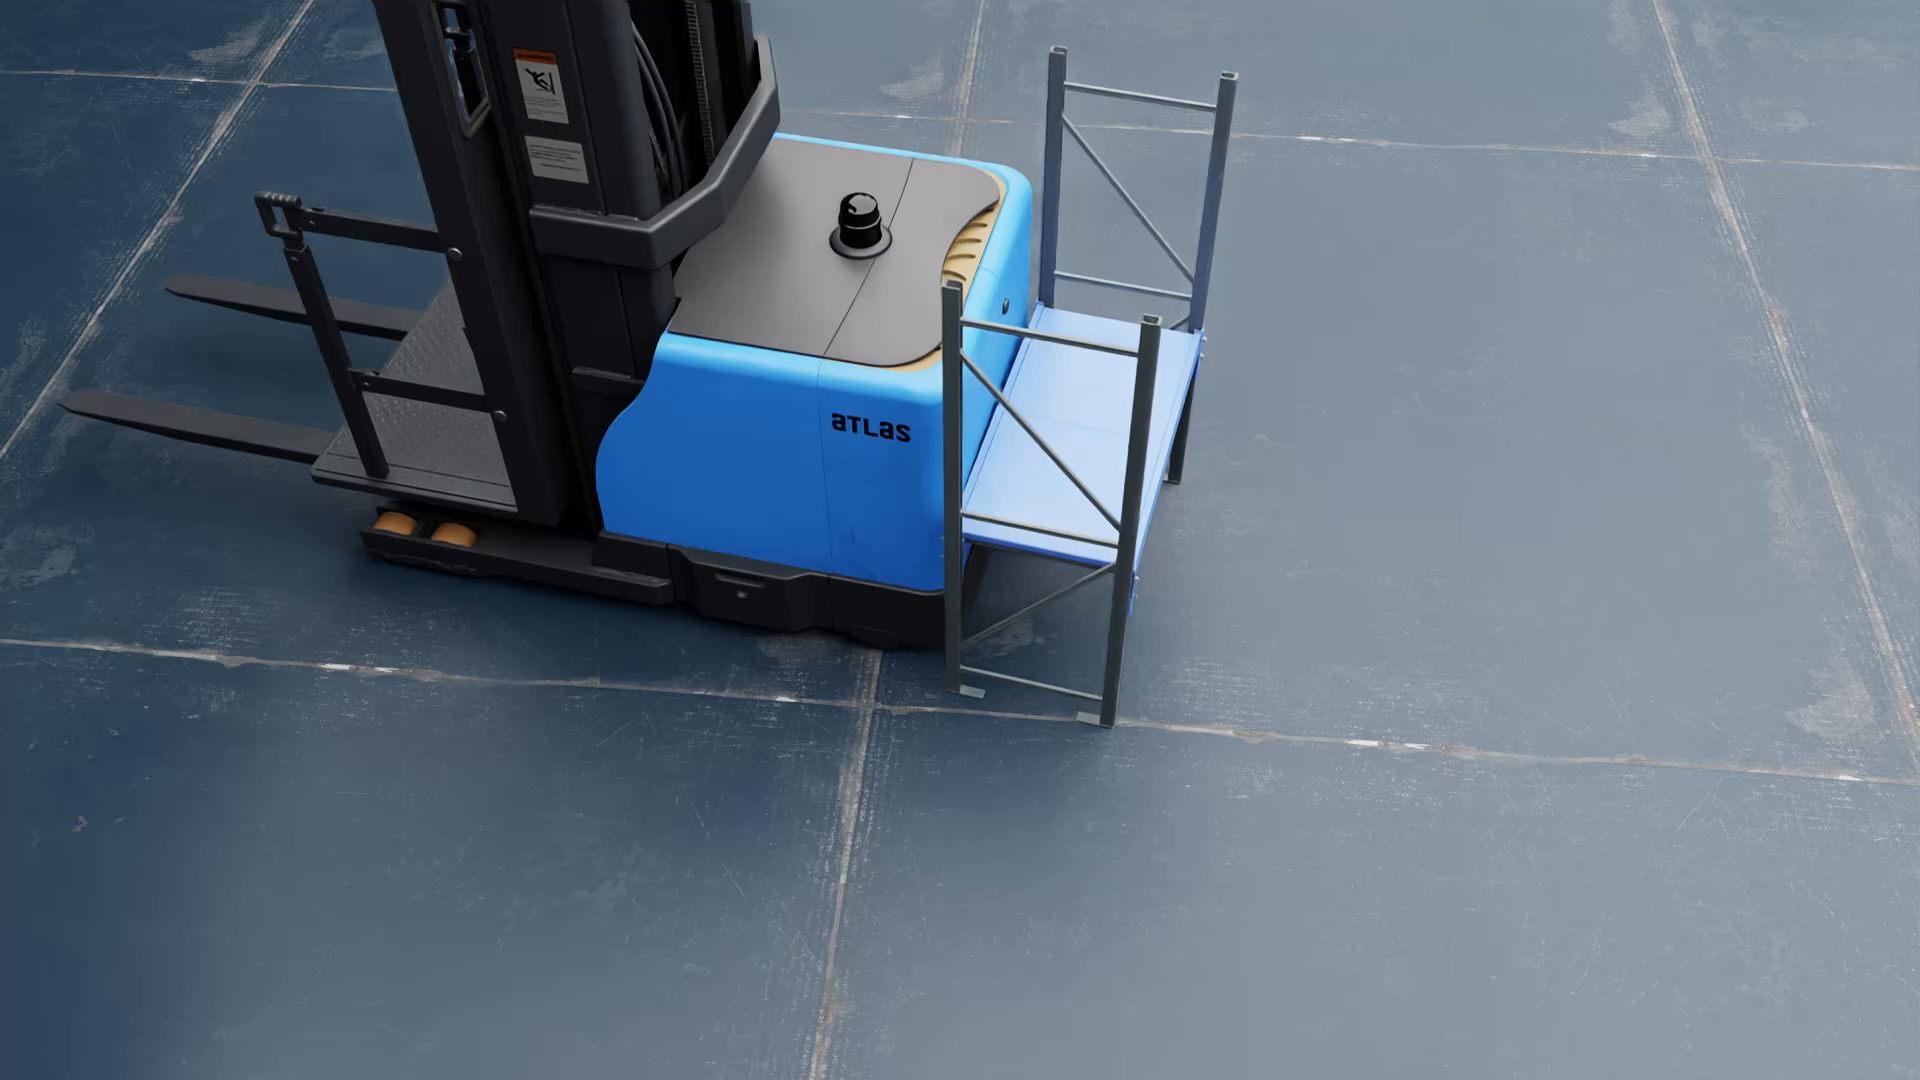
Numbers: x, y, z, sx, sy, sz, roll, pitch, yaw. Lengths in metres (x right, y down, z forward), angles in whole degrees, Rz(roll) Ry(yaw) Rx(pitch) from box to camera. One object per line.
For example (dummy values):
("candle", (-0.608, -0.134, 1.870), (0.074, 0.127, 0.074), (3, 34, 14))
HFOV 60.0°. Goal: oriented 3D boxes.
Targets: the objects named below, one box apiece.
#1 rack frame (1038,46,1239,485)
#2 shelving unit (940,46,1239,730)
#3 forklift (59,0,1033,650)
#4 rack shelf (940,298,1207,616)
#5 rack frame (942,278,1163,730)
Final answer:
("rack frame", (0.480, -0.747, 4.916), (0.500, 1.500, 0.032), (12, 49, 11))
("shelving unit", (0.342, -0.386, 4.586), (0.538, 1.500, 1.048), (12, 49, 11))
("forklift", (-1.352, -1.250, 4.407), (3.031, 2.935, 1.130), (10, 48, 9))
("rack shelf", (0.342, -0.264, 4.719), (0.538, 0.185, 1.000), (12, 49, 11))
("rack frame", (0.203, -0.025, 4.256), (0.500, 1.500, 0.032), (12, 49, 11))
